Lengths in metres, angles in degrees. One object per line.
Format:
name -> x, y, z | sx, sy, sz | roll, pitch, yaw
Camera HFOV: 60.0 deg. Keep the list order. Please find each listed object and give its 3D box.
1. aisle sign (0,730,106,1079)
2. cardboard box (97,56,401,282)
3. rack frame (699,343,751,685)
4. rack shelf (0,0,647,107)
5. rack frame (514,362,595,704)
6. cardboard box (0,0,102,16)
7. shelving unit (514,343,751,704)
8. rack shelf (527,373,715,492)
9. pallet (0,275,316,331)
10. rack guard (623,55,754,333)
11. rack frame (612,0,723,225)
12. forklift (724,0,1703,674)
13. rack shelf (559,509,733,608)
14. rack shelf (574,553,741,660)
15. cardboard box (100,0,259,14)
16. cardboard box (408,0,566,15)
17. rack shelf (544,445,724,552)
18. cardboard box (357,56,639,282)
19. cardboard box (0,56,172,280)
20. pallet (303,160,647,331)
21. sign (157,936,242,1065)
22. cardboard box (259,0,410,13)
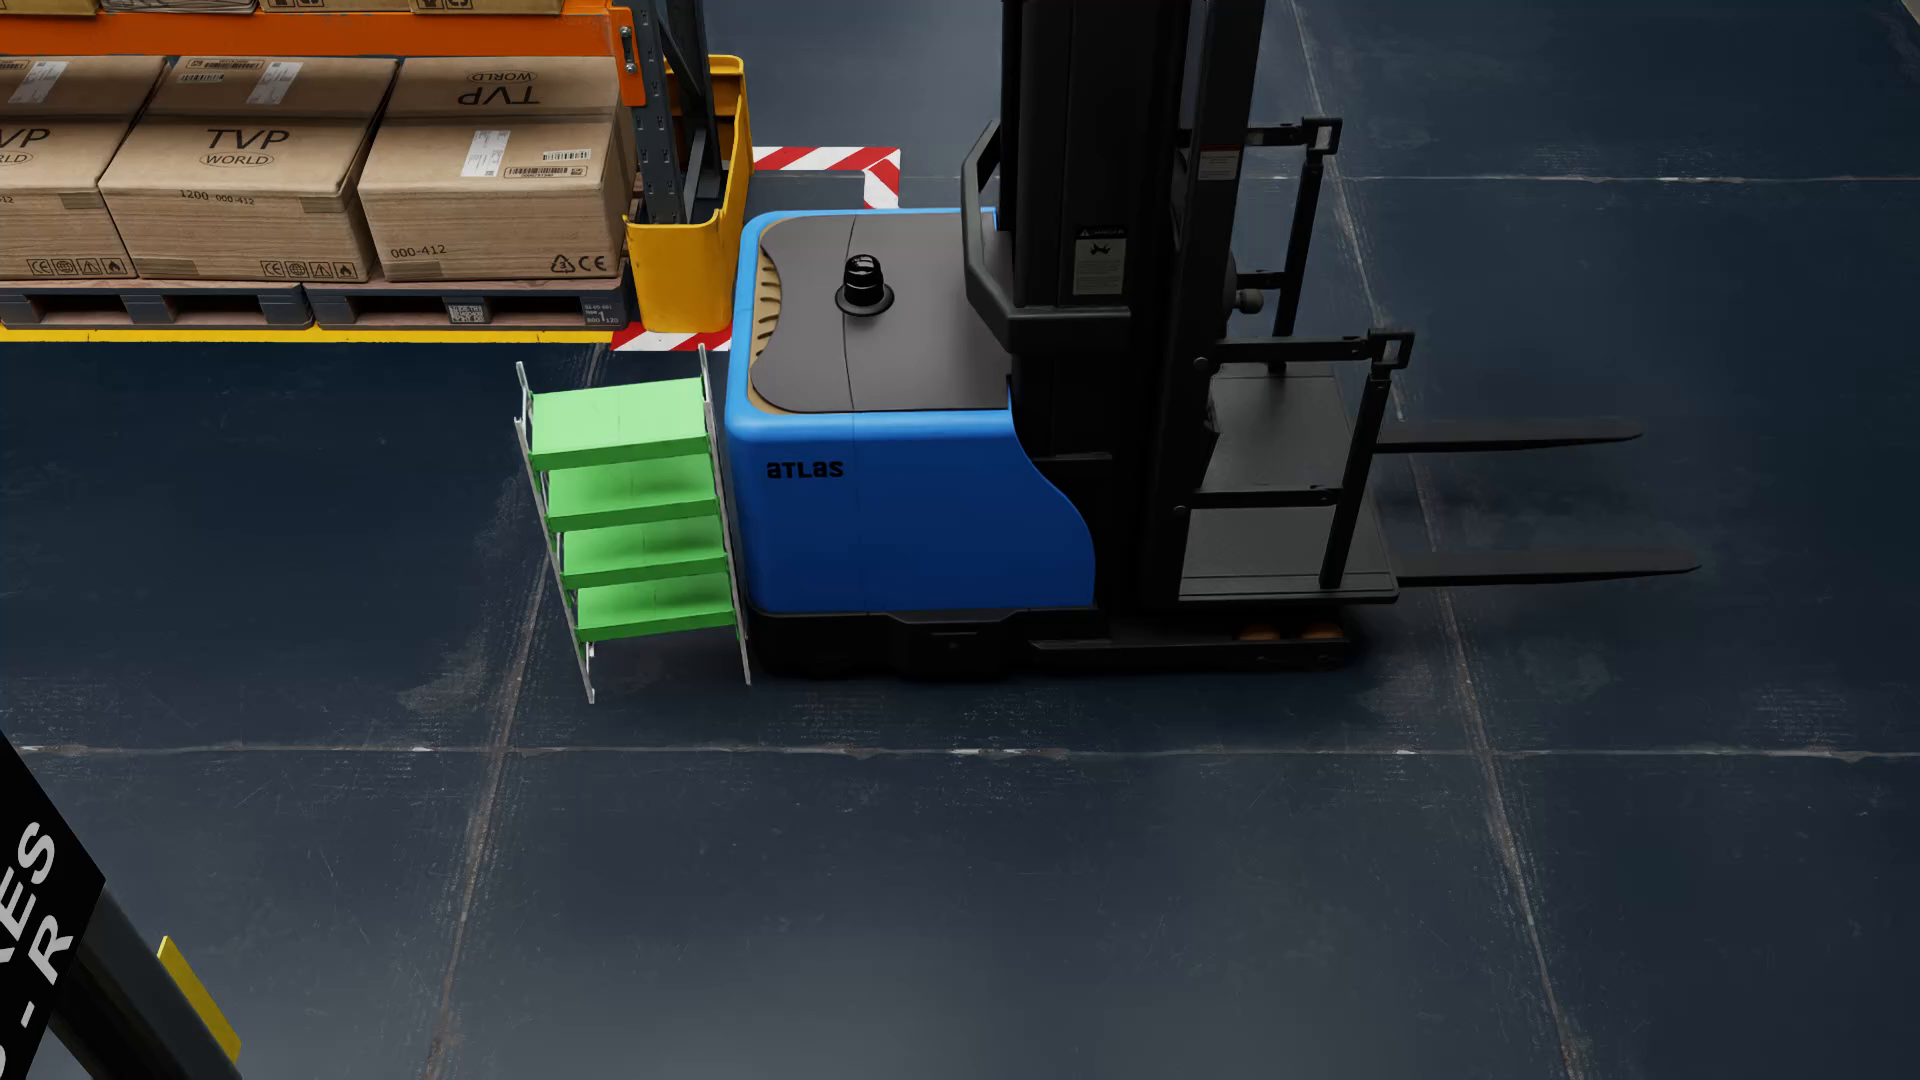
aisle sign -> -1.029, 0.284, 1.578 | 0.004, 0.787, 0.394 | 0, 47, 0
cardboard box -> -2.660, -1.444, 6.426 | 0.875, 0.438, 0.875 | 1, 47, 1
rack frame -> -0.685, -0.040, 4.885 | 0.015, 1.200, 0.240 | -7, 47, -6
rack shelf -> -3.084, -2.009, 5.980 | 4.000, 0.370, 1.077 | 0, 47, 0
rack frame -> -1.167, 0.016, 4.833 | 0.015, 1.200, 0.240 | -7, 47, -6
cardboard box -> -3.100, -2.089, 5.494 | 0.500, 0.500, 0.500 | 1, 47, 1
shelving unit -> -0.926, -0.012, 4.859 | 0.503, 1.200, 0.258 | -7, 47, -6
rack shelf -> -0.926, -0.295, 4.554 | 0.480, 0.148, 0.258 | -7, 47, -6
pallet -> -3.101, -1.249, 6.686 | 1.213, 0.211, 1.003 | 0, 47, 0
rack guard -> -1.060, -1.397, 6.626 | 0.348, 0.500, 1.175 | 0, 47, 0
rack frame -> -1.084, -2.248, 5.711 | 0.127, 3.000, 1.000 | 0, 47, 0
forklift -> 0.839, -0.972, 4.570 | 3.031, 2.935, 1.130 | -1, 47, -1
rack shelf -> -0.926, 0.032, 4.906 | 0.480, 0.148, 0.258 | -7, 47, -6
rack shelf -> -0.926, 0.195, 5.081 | 0.480, 0.148, 0.258 | -7, 47, -6
cardboard box -> -2.584, -2.097, 5.502 | 0.500, 0.500, 0.500 | 1, 47, 1
cardboard box -> -1.567, -2.090, 5.496 | 0.500, 0.500, 0.500 | 0, 47, 0
rack shelf -> -0.926, -0.132, 4.730 | 0.480, 0.148, 0.258 | -7, 47, -6
cardboard box -> -1.744, -1.447, 6.429 | 0.875, 0.438, 0.875 | -1, 47, -1
cardboard box -> -3.561, -1.447, 6.429 | 0.875, 0.438, 0.875 | -1, 47, -1
pallet -> -1.884, -1.243, 6.681 | 1.213, 0.211, 1.003 | 0, 47, 0
sign -> -1.097, 0.693, 2.382 | 0.005, 0.325, 0.100 | 0, 47, 0
cardboard box -> -2.069, -2.103, 5.507 | 0.500, 0.500, 0.500 | -1, 47, -1
